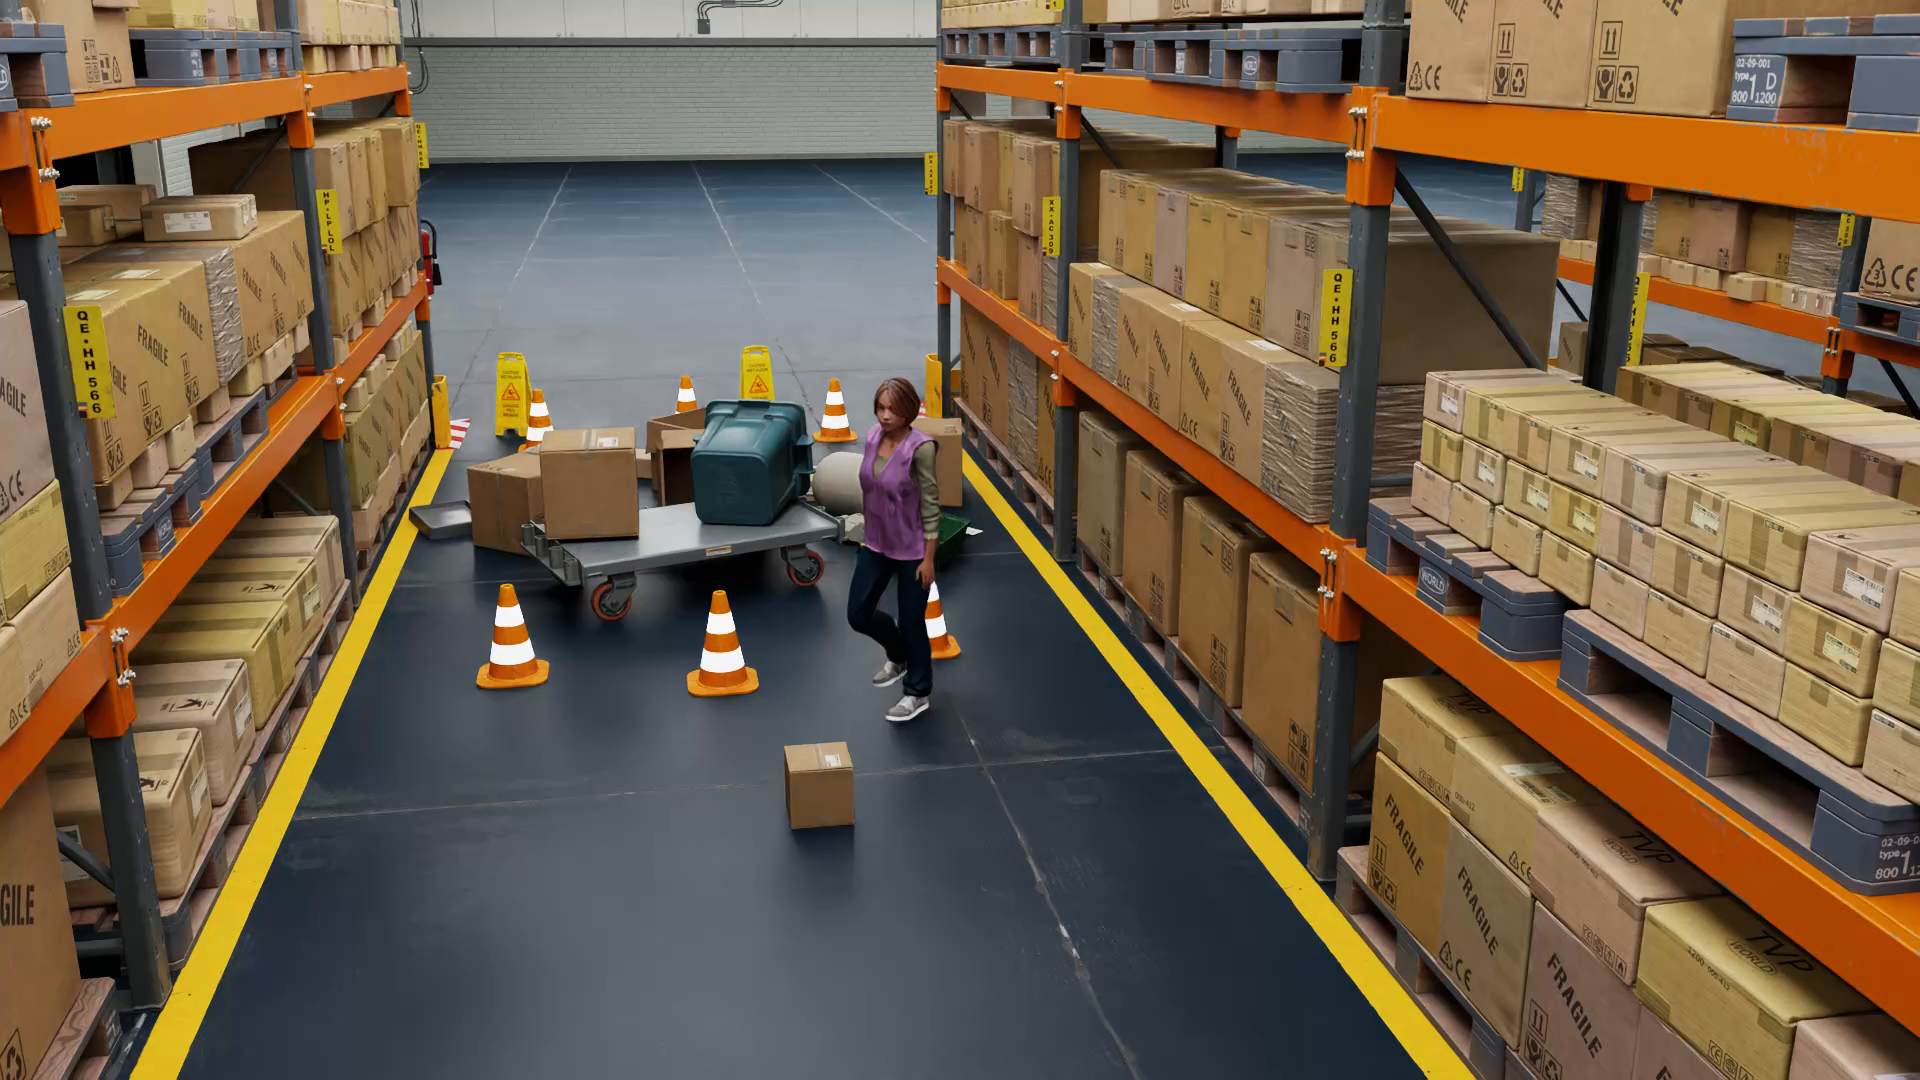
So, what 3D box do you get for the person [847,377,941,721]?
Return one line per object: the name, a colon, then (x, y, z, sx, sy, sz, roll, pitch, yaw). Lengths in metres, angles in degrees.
person: (-0.250, 0.040, 7.374, 0.474, 1.592, 0.443, 13, 21, 36)
